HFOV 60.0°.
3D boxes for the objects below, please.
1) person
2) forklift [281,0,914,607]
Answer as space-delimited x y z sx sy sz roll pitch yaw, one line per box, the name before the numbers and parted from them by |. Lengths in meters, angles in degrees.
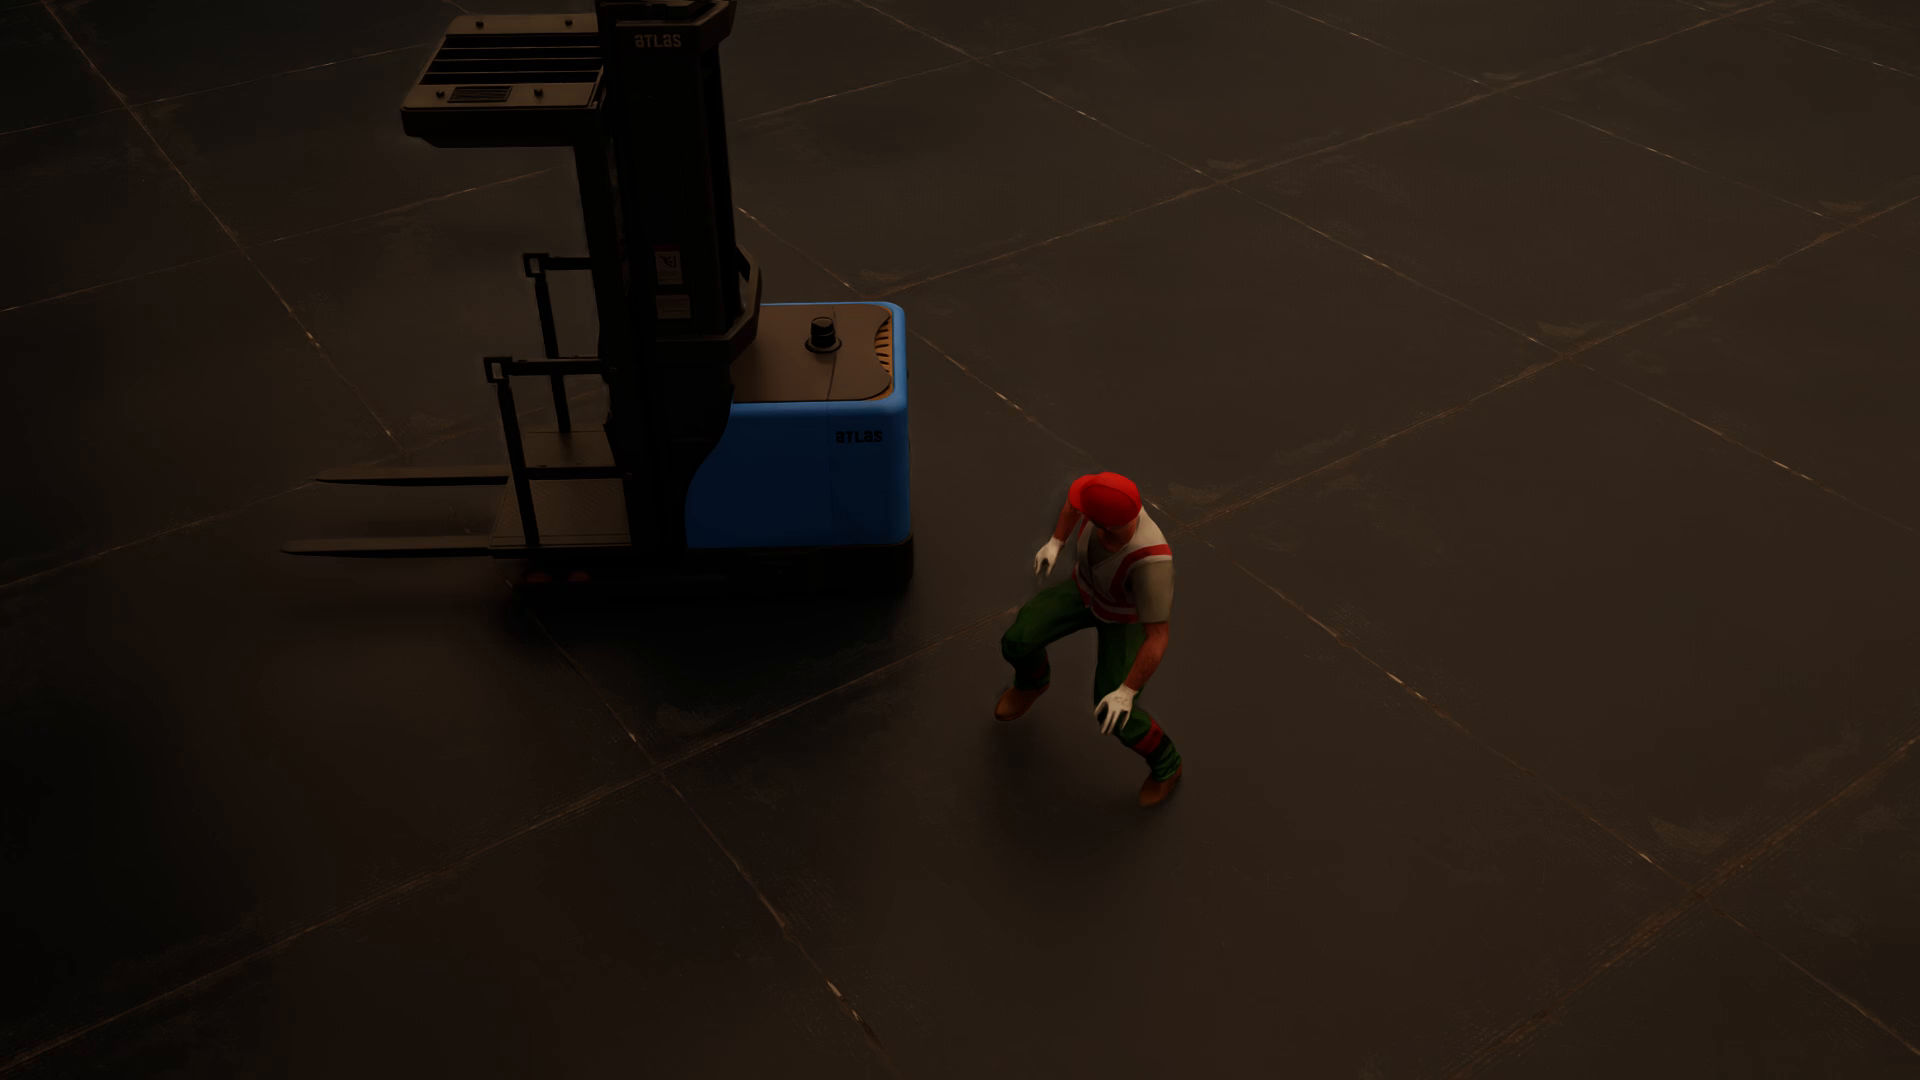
person | 0.562 0.327 6.735 0.678 1.539 0.833 -29 45 -33
forklift | -1.756 -1.180 7.540 3.031 2.935 1.130 -1 37 -2
